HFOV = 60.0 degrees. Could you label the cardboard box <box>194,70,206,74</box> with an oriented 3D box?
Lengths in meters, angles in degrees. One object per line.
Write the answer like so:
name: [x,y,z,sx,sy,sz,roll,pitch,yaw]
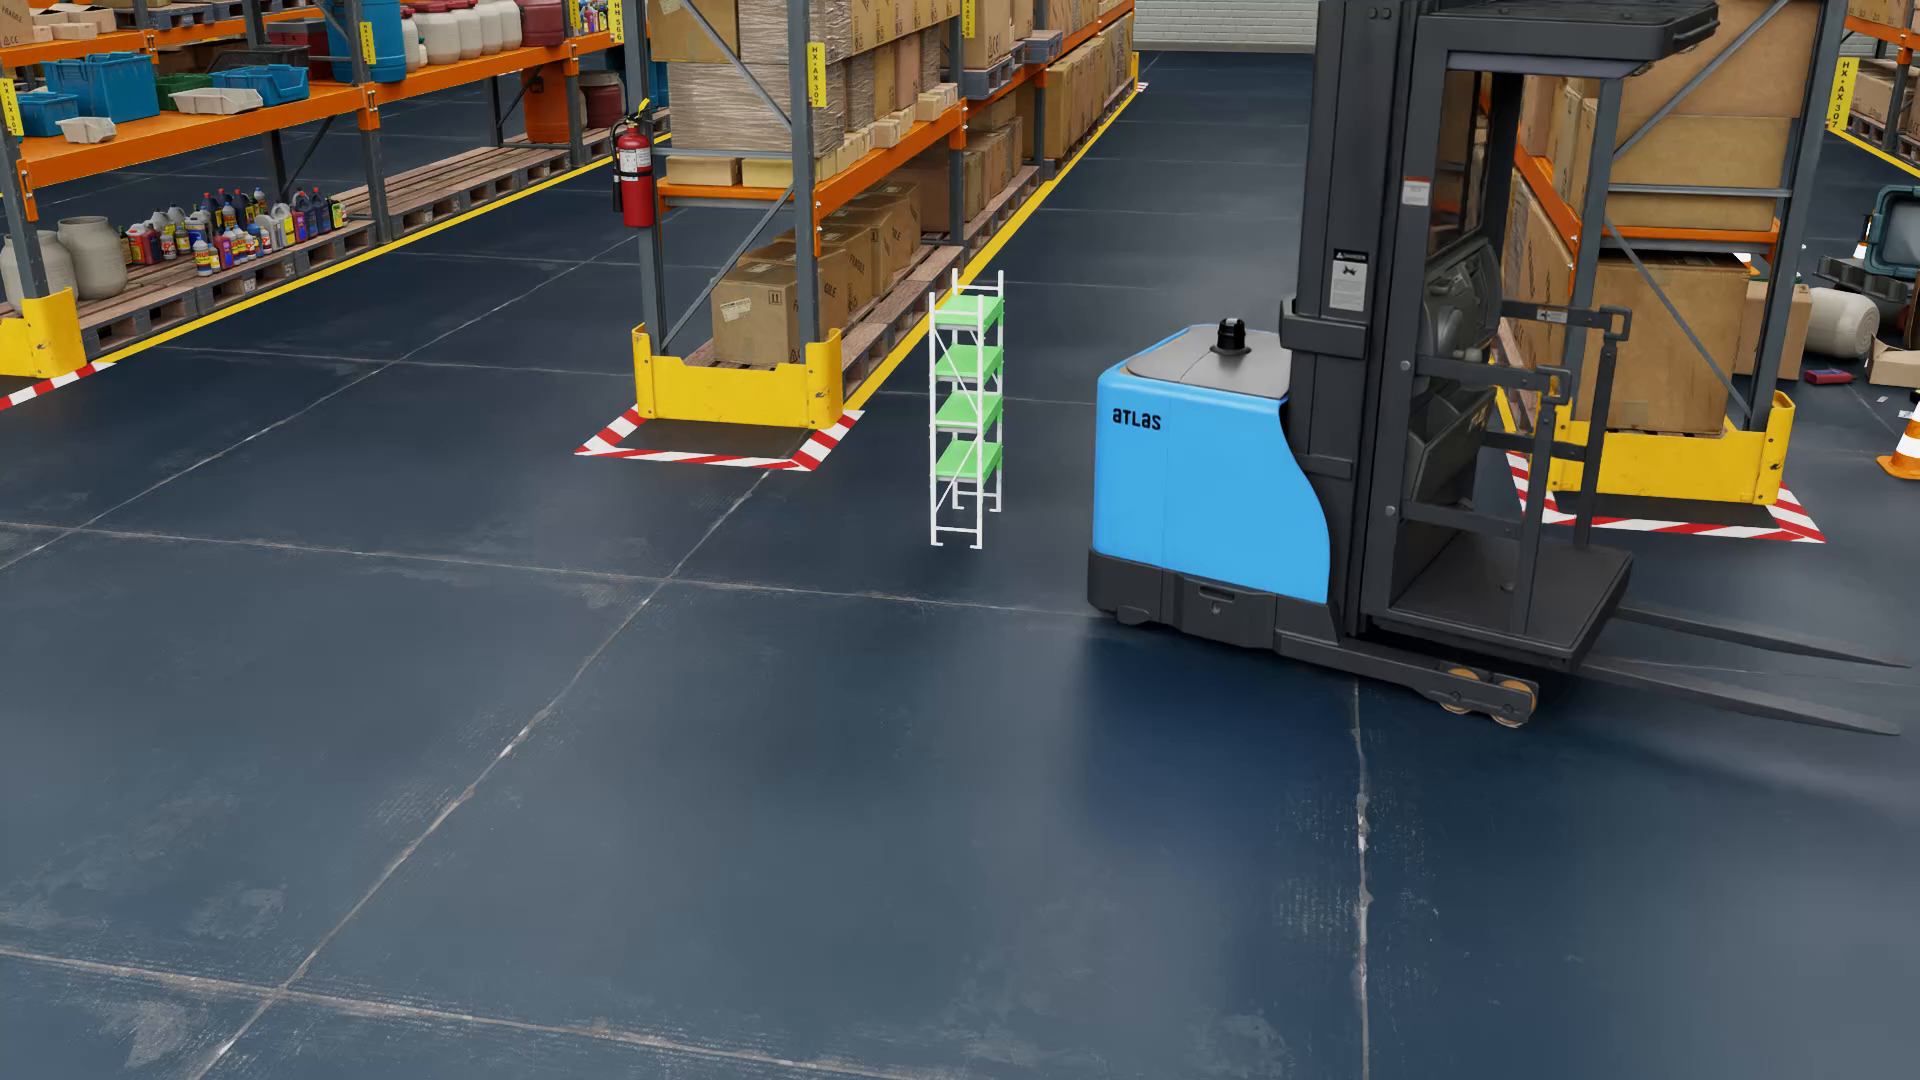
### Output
cardboard box: [-8.773,-5.339,19.851,0.500,0.500,0.500,4,22,10]

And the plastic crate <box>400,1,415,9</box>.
plastic crate: [-5.135,-4.858,15.814,0.402,0.464,0.583,4,22,11]

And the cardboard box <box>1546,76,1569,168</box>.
cardboard box: [3.972,-2.481,9.798,0.875,0.550,0.500,4,22,11]

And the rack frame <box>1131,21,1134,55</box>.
rack frame: [1.975,-7.944,23.562,1.000,3.000,0.127,4,22,11]

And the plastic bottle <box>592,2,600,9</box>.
plastic bottle: [-4.267,-6.200,19.498,0.097,0.201,0.097,0,22,0]

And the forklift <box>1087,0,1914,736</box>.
forklift: [2.062,-0.897,6.157,3.031,2.935,1.130,13,25,29]

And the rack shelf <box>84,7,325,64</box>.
rack shelf: [-8.946,-6.172,20.127,1.077,0.370,4.000,4,22,11]

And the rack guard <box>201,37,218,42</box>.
rack guard: [-12.567,-7.926,26.864,1.175,0.500,0.348,4,22,11]

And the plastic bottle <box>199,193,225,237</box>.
plastic bottle: [-5.932,-2.575,13.190,0.144,0.351,0.185,4,22,9]

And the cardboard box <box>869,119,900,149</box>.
cardboard box: [-0.597,-2.603,10.638,0.380,0.149,0.250,4,22,11]

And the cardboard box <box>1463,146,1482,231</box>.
cardboard box: [4.400,-2.525,12.557,1.050,0.750,0.750,4,22,11]

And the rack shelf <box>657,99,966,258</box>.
rack shelf: [-0.881,-2.490,10.984,1.077,0.370,4.000,4,22,11]

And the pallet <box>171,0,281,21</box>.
pallet: [-8.962,-6.397,19.979,1.003,0.211,1.213,4,22,11]

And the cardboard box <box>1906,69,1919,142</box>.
cardboard box: [10.812,-4.702,17.795,0.875,0.875,0.875,5,23,13]

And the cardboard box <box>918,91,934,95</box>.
cardboard box: [-0.400,-3.160,12.021,0.380,0.149,0.250,4,22,11]

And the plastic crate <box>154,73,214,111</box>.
plastic crate: [-5.875,-3.359,12.463,0.450,0.188,0.662,4,22,11]

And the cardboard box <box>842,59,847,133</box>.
cardboard box: [-1.166,-2.668,9.930,0.875,0.500,0.500,4,22,11]

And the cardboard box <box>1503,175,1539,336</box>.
cardboard box: [3.985,-1.795,10.576,0.875,0.875,0.875,5,22,11]

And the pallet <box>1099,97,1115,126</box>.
pallet: [1.391,-5.459,21.127,1.003,0.211,1.213,4,22,11]

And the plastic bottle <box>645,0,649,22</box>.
plastic bottle: [-3.706,-6.180,19.349,0.152,0.276,0.135,4,22,11]

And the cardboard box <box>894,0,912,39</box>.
cardboard box: [-0.605,-3.469,10.582,0.500,0.500,0.500,4,22,11]

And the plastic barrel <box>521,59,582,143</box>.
plastic barrel: [-4.423,-4.764,18.010,0.600,0.830,0.708,4,22,11]

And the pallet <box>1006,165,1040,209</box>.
pallet: [0.182,-3.439,16.109,1.003,0.211,1.213,4,22,11]

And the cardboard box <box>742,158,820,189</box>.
cardboard box: [-0.998,-2.062,9.294,0.380,0.149,0.250,4,22,11]

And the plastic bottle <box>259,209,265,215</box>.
plastic bottle: [-5.382,-2.429,12.917,0.061,0.283,0.133,4,22,11]

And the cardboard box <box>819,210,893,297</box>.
cardboard box: [-0.753,-2.004,11.598,0.500,0.500,0.500,2,22,6]

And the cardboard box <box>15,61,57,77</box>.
cardboard box: [-13.135,-6.915,23.791,0.700,0.500,0.500,5,22,12]

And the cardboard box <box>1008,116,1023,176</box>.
cardboard box: [0.226,-3.816,16.070,0.700,0.500,0.500,3,22,8]

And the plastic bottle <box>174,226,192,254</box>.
plastic bottle: [-5.929,-2.289,12.680,0.097,0.201,0.097,0,22,0]

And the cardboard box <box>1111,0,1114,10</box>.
cardboard box: [1.756,-6.829,21.132,0.380,0.149,0.250,4,22,10]

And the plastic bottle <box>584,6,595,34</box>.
plastic bottle: [-3.989,-5.592,17.879,0.061,0.283,0.133,4,22,11]

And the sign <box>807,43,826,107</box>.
sign: [-0.758,-2.452,8.769,0.100,0.325,0.005,4,22,11]

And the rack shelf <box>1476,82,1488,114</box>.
rack shelf: [4.770,-3.538,13.585,1.077,0.370,4.000,4,22,11]

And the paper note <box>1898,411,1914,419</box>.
paper note: [5.519,-0.728,9.622,0.144,0.017,0.142,13,25,29]

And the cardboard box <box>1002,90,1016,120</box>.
cardboard box: [0.235,-4.163,15.928,0.500,0.250,0.500,5,23,13]

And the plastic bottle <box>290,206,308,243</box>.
plastic bottle: [-5.203,-2.486,13.059,0.061,0.283,0.133,6,23,14]

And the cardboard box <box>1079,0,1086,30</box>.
cardboard box: [1.123,-5.963,18.511,0.500,0.500,0.500,4,22,10]

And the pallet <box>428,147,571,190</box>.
pallet: [-4.702,-3.822,17.060,1.003,0.211,1.213,4,22,11]

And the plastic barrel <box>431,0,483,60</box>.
plastic barrel: [-4.674,-4.755,15.464,0.433,0.535,0.433,0,22,0]

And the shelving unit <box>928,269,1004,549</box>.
shelving unit: [0.034,-0.617,7.780,0.258,1.200,0.503,4,22,11]

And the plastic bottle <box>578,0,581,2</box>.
plastic bottle: [-4.444,-6.195,19.392,0.097,0.271,0.097,0,22,0]

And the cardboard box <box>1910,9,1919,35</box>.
cardboard box: [10.512,-5.515,17.733,0.500,0.250,0.500,4,22,10]

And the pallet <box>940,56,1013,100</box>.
pallet: [-0.175,-3.734,13.368,1.003,0.211,1.213,4,22,11]

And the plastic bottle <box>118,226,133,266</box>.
plastic bottle: [-6.187,-2.163,12.256,0.061,0.283,0.133,5,22,12]

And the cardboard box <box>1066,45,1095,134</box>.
cardboard box: [0.867,-5.128,18.852,1.225,0.875,0.875,4,22,9]

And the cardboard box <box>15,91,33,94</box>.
cardboard box: [-9.848,-4.592,17.608,0.500,0.311,0.500,4,22,10]

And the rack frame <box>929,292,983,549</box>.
rack frame: [-0.016,-0.528,7.558,0.240,1.200,0.015,4,22,11]

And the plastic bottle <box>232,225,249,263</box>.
plastic bottle: [-5.373,-2.209,12.388,0.097,0.271,0.097,0,22,0]

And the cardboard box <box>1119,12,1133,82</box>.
cardboard box: [1.923,-6.913,23.285,0.875,0.875,0.875,4,22,11]

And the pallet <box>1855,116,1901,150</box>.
pallet: [11.092,-4.704,19.251,1.003,0.211,1.213,4,22,11]

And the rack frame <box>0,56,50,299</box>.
rack frame: [-6.138,-2.470,9.971,1.000,3.000,0.127,4,22,11]

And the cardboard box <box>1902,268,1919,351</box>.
cardboard box: [6.475,-1.420,10.523,0.797,0.637,0.503,4,22,11]
